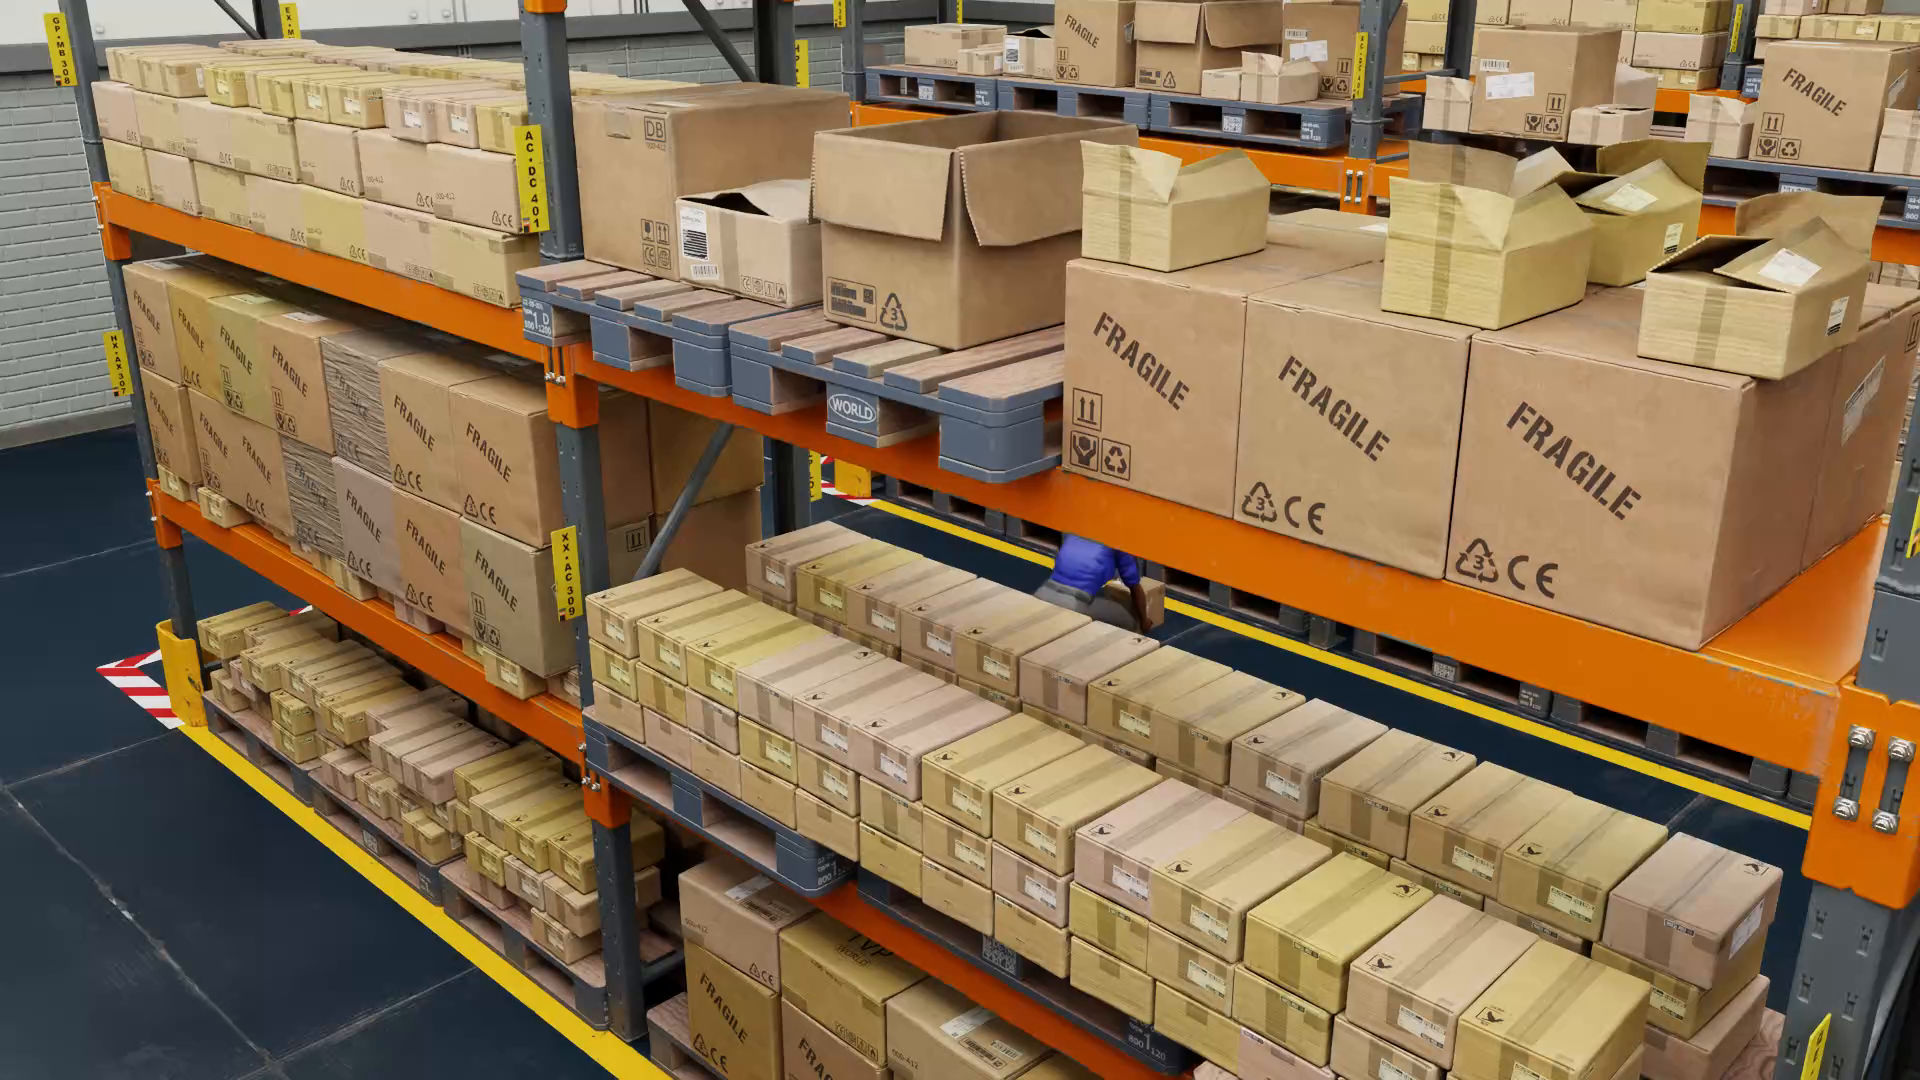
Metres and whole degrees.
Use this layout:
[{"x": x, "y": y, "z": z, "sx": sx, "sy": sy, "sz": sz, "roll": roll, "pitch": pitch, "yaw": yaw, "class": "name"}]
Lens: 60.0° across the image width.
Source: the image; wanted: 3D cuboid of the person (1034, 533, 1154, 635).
[{"x": 0.717, "y": 0.306, "z": 9.235, "sx": 0.490, "sy": 0.988, "sz": 0.796, "roll": 19, "pitch": 28, "yaw": 41, "class": "person"}]
